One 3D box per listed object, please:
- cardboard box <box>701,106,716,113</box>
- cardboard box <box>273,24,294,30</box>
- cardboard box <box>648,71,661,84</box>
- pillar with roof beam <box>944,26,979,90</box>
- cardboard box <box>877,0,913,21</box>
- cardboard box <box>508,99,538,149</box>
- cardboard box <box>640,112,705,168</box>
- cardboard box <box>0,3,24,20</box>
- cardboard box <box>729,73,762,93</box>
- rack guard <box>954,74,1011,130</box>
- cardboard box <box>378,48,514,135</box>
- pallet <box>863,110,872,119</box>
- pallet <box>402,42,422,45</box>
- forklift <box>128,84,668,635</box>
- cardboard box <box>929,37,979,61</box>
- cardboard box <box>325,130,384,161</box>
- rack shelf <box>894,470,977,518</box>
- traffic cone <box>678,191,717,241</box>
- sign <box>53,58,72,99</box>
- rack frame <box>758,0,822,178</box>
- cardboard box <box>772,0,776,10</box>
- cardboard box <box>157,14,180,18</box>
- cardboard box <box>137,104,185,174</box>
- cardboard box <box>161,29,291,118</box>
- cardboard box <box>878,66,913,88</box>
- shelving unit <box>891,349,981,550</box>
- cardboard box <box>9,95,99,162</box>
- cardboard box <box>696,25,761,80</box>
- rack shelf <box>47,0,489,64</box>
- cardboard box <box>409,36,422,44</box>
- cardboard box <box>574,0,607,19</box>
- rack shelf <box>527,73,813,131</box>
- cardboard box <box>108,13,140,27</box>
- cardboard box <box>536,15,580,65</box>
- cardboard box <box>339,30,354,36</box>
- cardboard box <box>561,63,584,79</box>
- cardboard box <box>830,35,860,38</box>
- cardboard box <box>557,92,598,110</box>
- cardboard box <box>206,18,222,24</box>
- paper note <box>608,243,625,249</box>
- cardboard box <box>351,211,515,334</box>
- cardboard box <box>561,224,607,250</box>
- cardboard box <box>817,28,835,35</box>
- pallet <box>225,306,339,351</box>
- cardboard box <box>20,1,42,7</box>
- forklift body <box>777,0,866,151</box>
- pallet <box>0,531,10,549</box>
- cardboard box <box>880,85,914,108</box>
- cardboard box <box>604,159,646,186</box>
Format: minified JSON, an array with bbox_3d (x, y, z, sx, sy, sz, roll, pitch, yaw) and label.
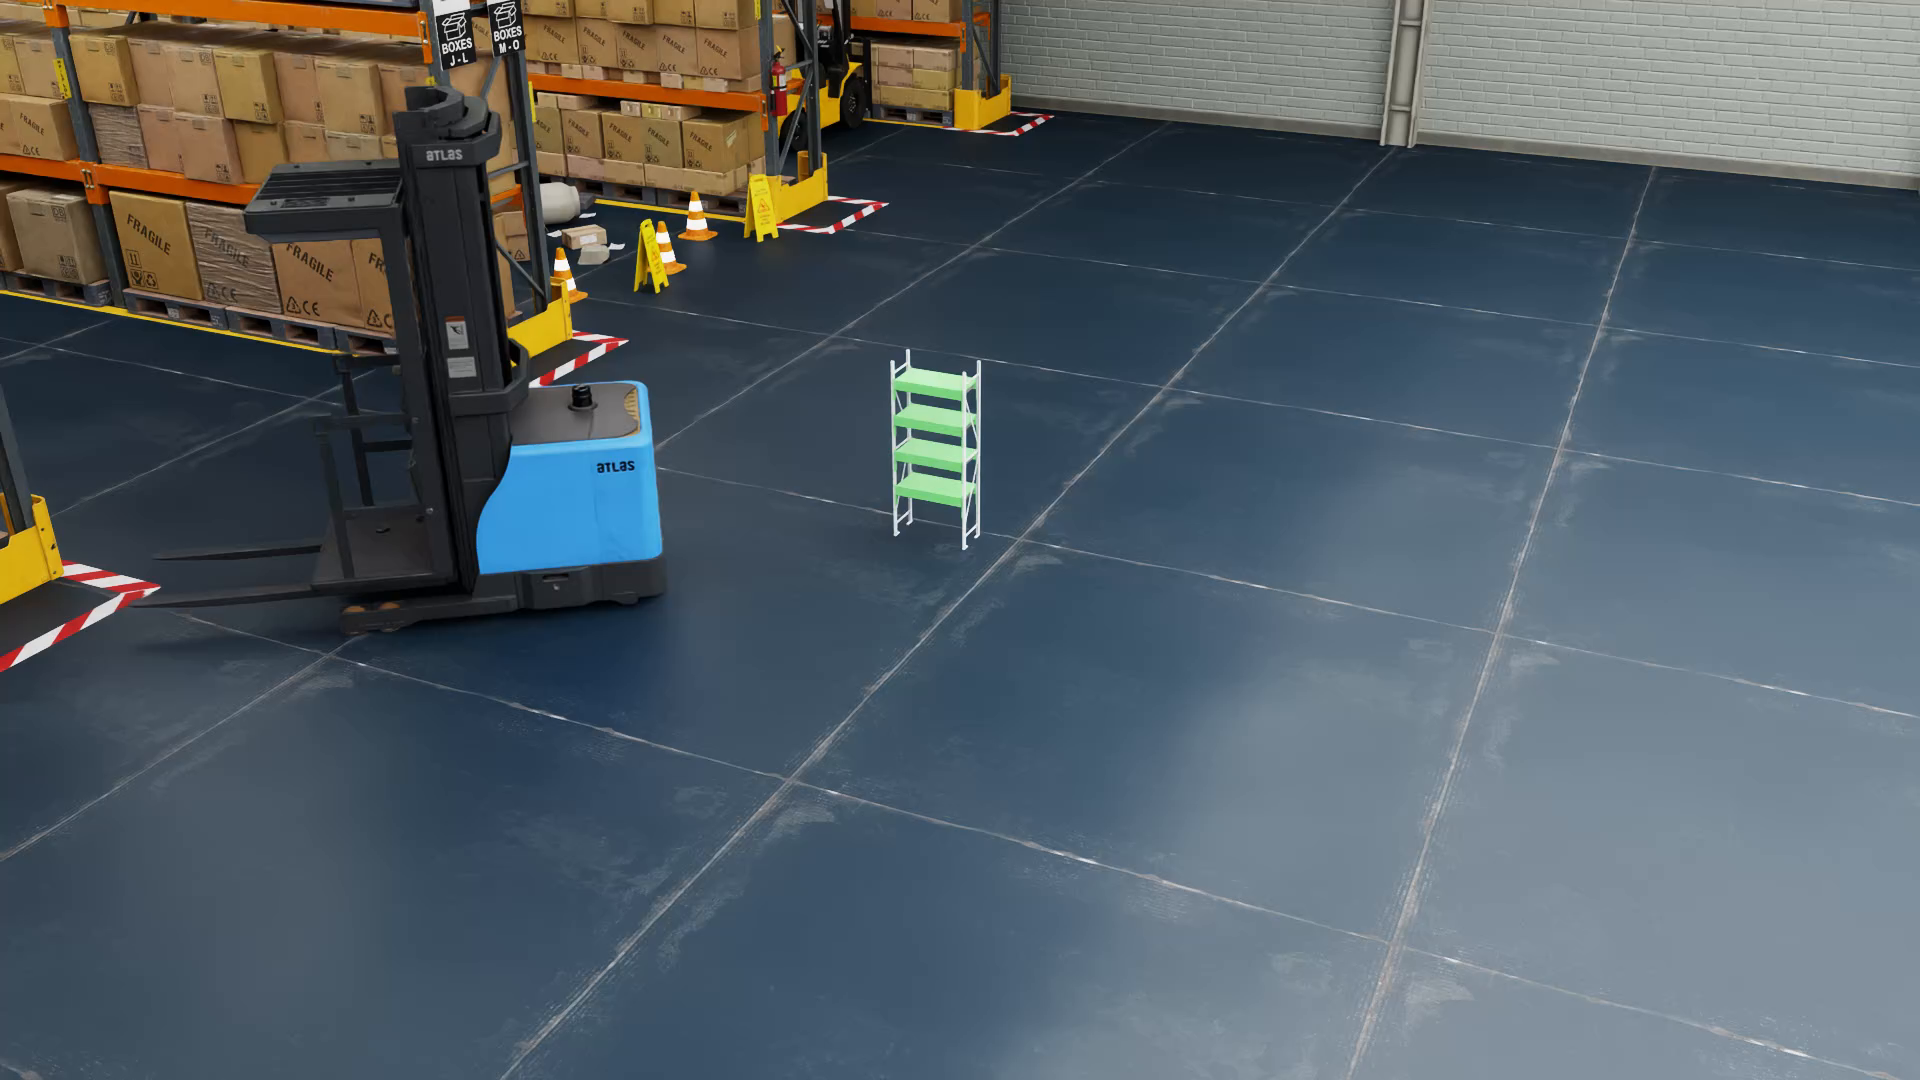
[{"bbox_3d":[-2.889,-4.562,18.408,0.500,0.500,0.500,10,28,20],"label":"cardboard box"},{"bbox_3d":[-7.866,-6.113,19.579,0.250,0.149,0.380,13,29,25],"label":"cardboard box"},{"bbox_3d":[-3.122,-4.979,17.751,0.250,0.149,0.380,12,29,23],"label":"cardboard box"},{"bbox_3d":[-1.761,-8.361,17.544,0.400,9.000,9.100,11,28,22],"label":"pillar with roof beam"},{"bbox_3d":[-0.744,-7.038,21.536,0.500,0.500,0.500,12,29,23],"label":"cardboard box"},{"bbox_3d":[-4.986,-4.720,18.729,0.500,0.500,0.500,13,29,24],"label":"cardboard box"},{"bbox_3d":[-3.083,-4.341,17.959,0.500,0.500,0.500,12,29,24],"label":"cardboard box"},{"bbox_3d":[-11.930,-6.760,21.254,0.500,0.250,0.500,11,28,21],"label":"cardboard box"},{"bbox_3d":[-2.199,-4.784,17.354,0.250,0.149,0.380,12,29,24],"label":"cardboard box"},{"bbox_3d":[0.303,-5.785,21.933,0.348,0.500,1.175,11,28,22],"label":"rack guard"},{"bbox_3d":[-4.048,-3.540,13.152,0.550,0.550,0.875,11,28,22],"label":"cardboard box"},{"bbox_3d":[-1.539,-6.006,22.710,1.213,0.211,1.003,11,28,22],"label":"pallet"},{"bbox_3d":[-6.046,-5.757,19.265,1.213,0.211,1.003,11,28,22],"label":"pallet"},{"bbox_3d":[-3.330,-1.018,9.499,3.031,2.935,1.130,-5,27,-10],"label":"forklift"},{"bbox_3d":[-0.078,-6.478,22.017,0.500,0.250,0.500,11,28,21],"label":"cardboard box"},{"bbox_3d":[-4.593,-3.114,13.509,0.550,0.550,0.875,11,28,22],"label":"cardboard box"},{"bbox_3d":[-0.151,-0.296,10.681,0.480,0.148,0.258,11,28,22],"label":"rack shelf"},{"bbox_3d":[-2.695,-3.336,17.001,0.334,0.463,0.336,11,28,22],"label":"traffic cone"},{"bbox_3d":[-7.584,-3.900,14.055,0.005,0.325,0.100,11,28,22],"label":"sign"},{"bbox_3d":[-1.770,-4.914,17.335,0.127,3.000,1.000,11,28,22],"label":"rack frame"},{"bbox_3d":[-2.583,-7.412,22.295,0.500,0.500,0.500,12,29,23],"label":"cardboard box"},{"bbox_3d":[-9.598,-6.520,20.201,0.500,0.250,0.500,11,28,22],"label":"cardboard box"},{"bbox_3d":[-6.517,-3.550,14.394,0.550,0.550,0.875,11,28,22],"label":"cardboard box"},{"bbox_3d":[-6.063,-3.899,13.881,0.550,0.550,0.875,11,28,22],"label":"cardboard box"},{"bbox_3d":[-0.743,-6.149,21.915,0.500,0.250,0.500,11,28,21],"label":"cardboard box"},{"bbox_3d":[-0.151,-0.569,10.546,0.503,1.200,0.258,11,28,22],"label":"shelving unit"},{"bbox_3d":[-7.954,-3.669,14.693,0.500,0.500,0.500,11,28,21],"label":"cardboard box"},{"bbox_3d":[-2.378,-5.081,17.223,0.500,0.500,0.500,11,28,21],"label":"cardboard box"},{"bbox_3d":[-5.547,-4.294,13.494,4.000,0.370,1.077,11,28,22],"label":"rack shelf"},{"bbox_3d":[-5.994,-5.704,18.749,0.250,0.149,0.380,12,29,23],"label":"cardboard box"},{"bbox_3d":[-3.686,-5.841,17.636,0.500,0.500,0.700,11,28,21],"label":"cardboard box"},{"bbox_3d":[-3.590,-4.957,18.236,4.000,0.370,1.077,11,28,22],"label":"rack shelf"},{"bbox_3d":[-10.092,-6.384,20.491,0.500,0.250,0.500,12,29,23],"label":"cardboard box"},{"bbox_3d":[-4.208,-5.452,17.977,0.500,0.500,0.500,11,28,21],"label":"cardboard box"},{"bbox_3d":[-6.916,-5.896,19.139,0.250,0.149,0.380,11,28,22],"label":"cardboard box"},{"bbox_3d":[-4.096,-5.108,18.014,0.250,0.149,0.380,12,28,22],"label":"cardboard box"},{"bbox_3d":[-1.656,-6.547,22.158,0.500,0.250,0.500,11,28,21],"label":"cardboard box"},{"bbox_3d":[-4.182,-4.823,18.204,0.250,0.149,0.380,13,29,25],"label":"cardboard box"},{"bbox_3d":[-8.833,-6.318,19.996,0.250,0.149,0.380,10,28,19],"label":"cardboard box"},{"bbox_3d":[-3.454,-2.954,16.716,0.142,0.019,0.148,2,26,4],"label":"paper note"},{"bbox_3d":[-4.371,-2.238,13.829,0.875,0.875,0.875,12,28,22],"label":"cardboard box"},{"bbox_3d":[-3.798,-3.062,16.801,0.380,0.149,0.250,-18,31,-31],"label":"cardboard box"},{"bbox_3d":[-1.909,-6.848,22.770,0.500,0.250,0.500,12,28,22],"label":"cardboard box"},{"bbox_3d":[-5.594,-1.992,14.558,1.213,0.211,1.003,11,28,22],"label":"pallet"},{"bbox_3d":[-11.475,-6.884,20.940,0.500,0.250,0.500,12,29,22],"label":"cardboard box"},{"bbox_3d":[-2.200,-6.143,20.792,1.214,2.155,2.313,11,28,22],"label":"forklift body"},{"bbox_3d":[-6.666,0.145,10.216,1.213,0.211,1.003,11,28,22],"label":"pallet"},{"bbox_3d":[-0.726,-5.919,22.013,0.500,0.250,0.500,11,28,22],"label":"cardboard box"},{"bbox_3d":[-3.564,-4.100,18.318,0.500,0.250,0.500,10,28,20],"label":"cardboard box"}]
